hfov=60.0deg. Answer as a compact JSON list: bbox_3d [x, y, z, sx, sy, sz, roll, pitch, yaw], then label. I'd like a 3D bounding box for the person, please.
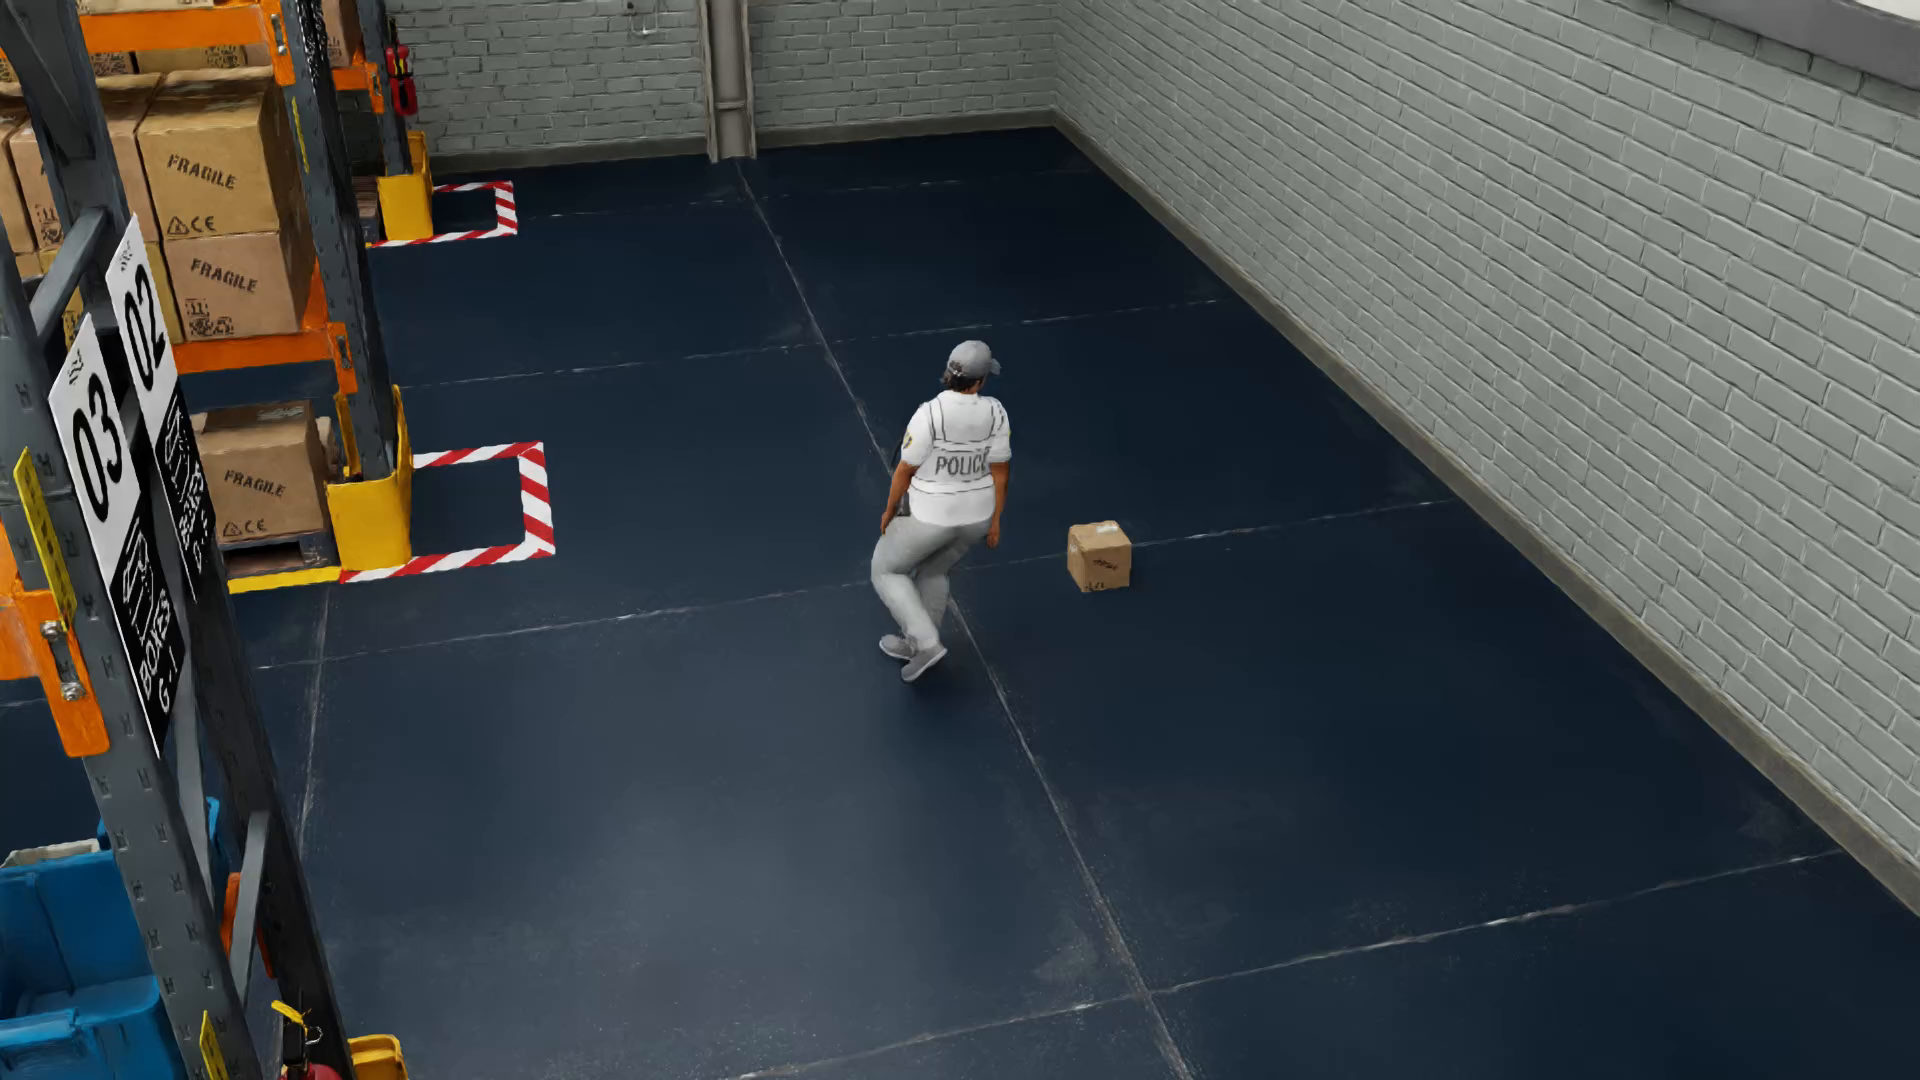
[{"bbox_3d":[-0.090,-0.129,7.382,0.561,1.626,0.548,-18,35,-27],"label":"person"}]
